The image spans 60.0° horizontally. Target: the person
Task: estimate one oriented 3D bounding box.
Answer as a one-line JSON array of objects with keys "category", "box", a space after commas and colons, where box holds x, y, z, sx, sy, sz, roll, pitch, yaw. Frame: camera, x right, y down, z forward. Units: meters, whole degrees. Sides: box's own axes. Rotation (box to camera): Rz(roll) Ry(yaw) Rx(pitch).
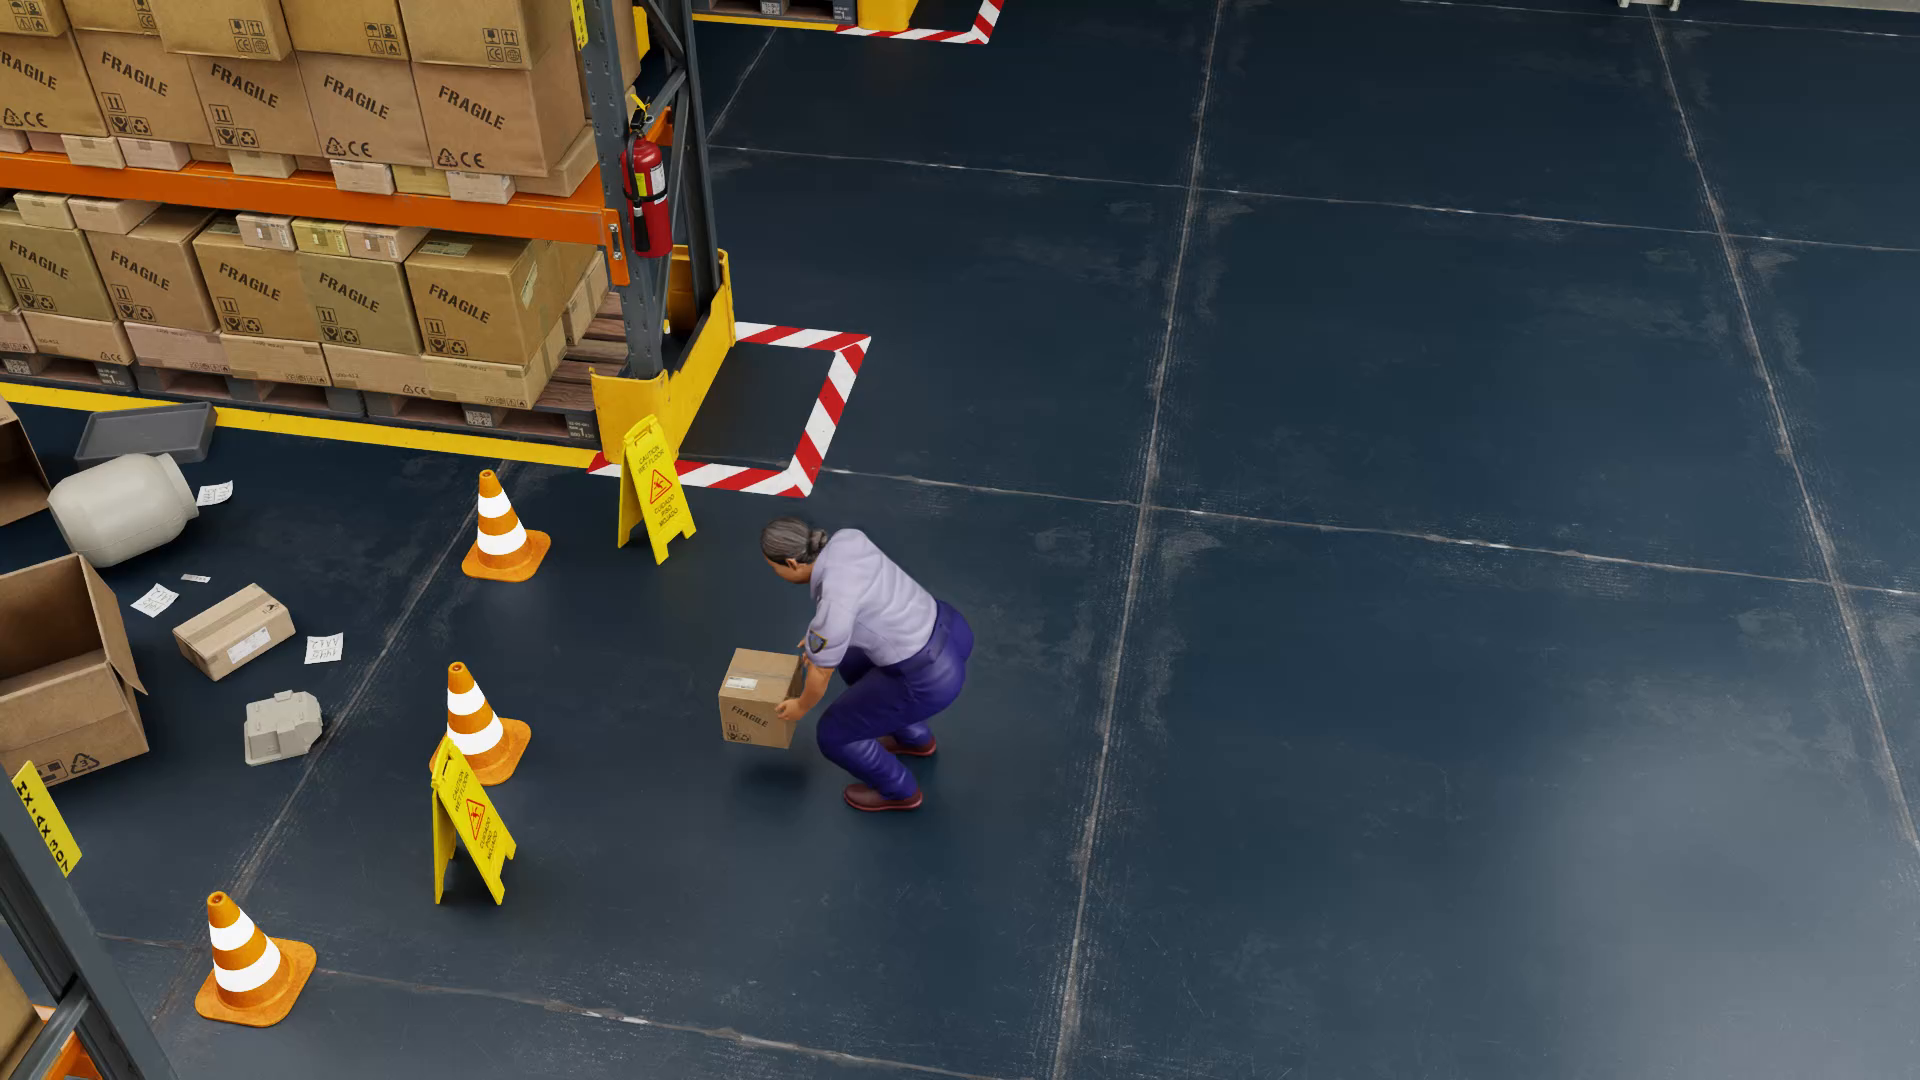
[{"category": "person", "box": [-0.323, 0.444, 5.968, 0.715, 1.246, 0.539, 7, 41, 8]}]
